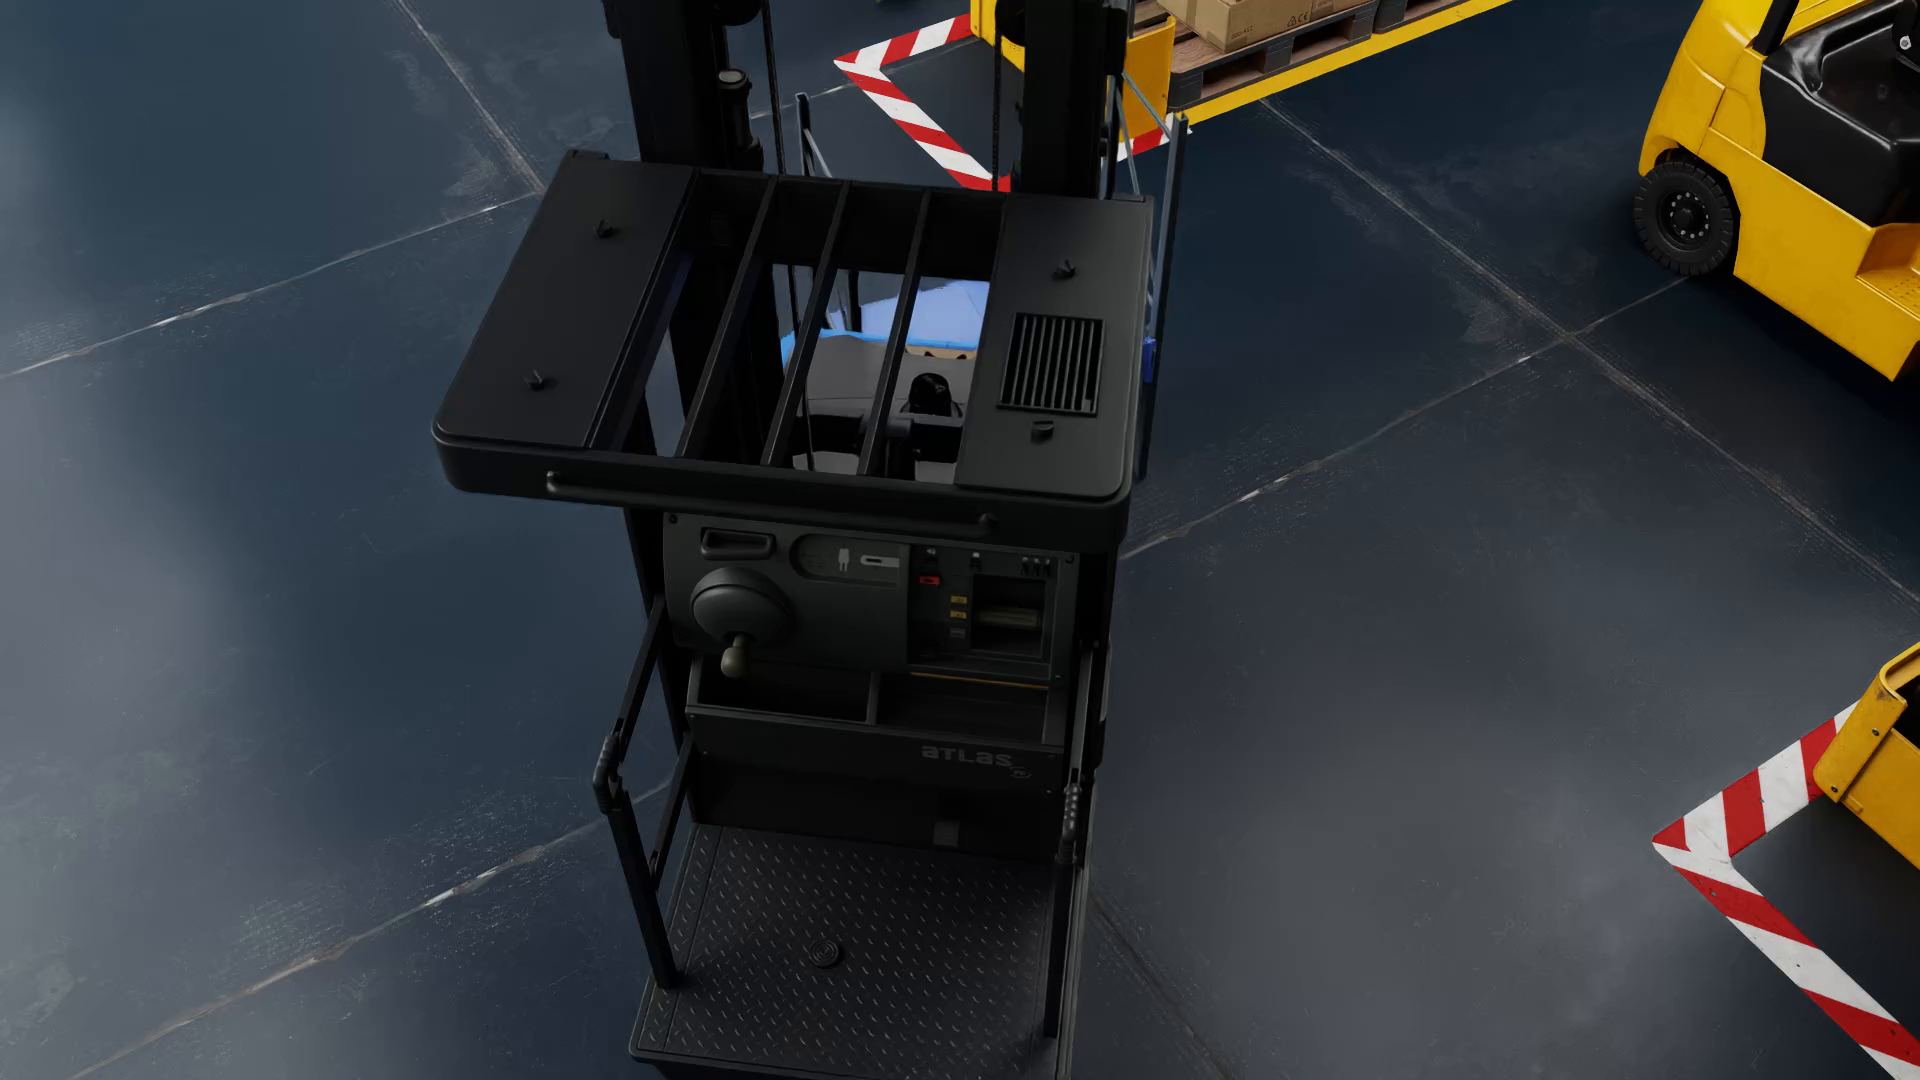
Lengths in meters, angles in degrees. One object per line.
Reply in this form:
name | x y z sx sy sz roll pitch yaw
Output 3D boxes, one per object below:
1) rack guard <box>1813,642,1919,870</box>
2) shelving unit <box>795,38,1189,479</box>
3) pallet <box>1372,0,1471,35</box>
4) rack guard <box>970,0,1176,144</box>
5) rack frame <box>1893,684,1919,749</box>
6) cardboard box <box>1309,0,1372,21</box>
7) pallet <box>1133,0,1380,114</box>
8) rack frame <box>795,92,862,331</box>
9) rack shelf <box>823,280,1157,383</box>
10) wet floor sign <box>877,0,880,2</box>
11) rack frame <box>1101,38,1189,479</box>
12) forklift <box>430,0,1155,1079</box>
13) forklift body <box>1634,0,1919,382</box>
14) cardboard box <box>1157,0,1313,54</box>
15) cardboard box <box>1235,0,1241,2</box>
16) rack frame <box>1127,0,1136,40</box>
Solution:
rack guard | 3.049 0.853 4.656 0.348 0.500 1.175 -25 53 -21
shelving unit | 0.089 -0.772 5.433 1.048 1.500 0.538 -15 50 -13
pallet | 2.219 -3.009 8.289 1.213 0.211 1.003 -25 53 -21
rack guard | 0.482 -2.321 7.482 0.348 0.500 1.175 -25 53 -21
rack frame | 3.070 0.012 3.731 0.127 3.000 1.000 -25 53 -21
cardboard box | 1.683 -2.692 7.699 0.500 0.250 0.500 -23 52 -20
pallet | 1.188 -2.526 7.858 1.213 0.211 1.003 -25 53 -21
rack frame | -0.391 -0.647 5.322 0.032 1.500 0.500 -15 50 -13
rack shelf | 0.089 -0.652 5.567 1.000 0.185 0.538 -15 50 -13
wet floor sign | -0.314 -2.939 7.935 0.232 0.644 0.267 -9 49 -8
rack frame | 0.569 -0.896 5.544 0.032 1.500 0.500 -15 50 -13
forklift | -0.228 0.243 3.570 1.130 2.935 3.031 6 49 5
forklift body | 3.700 -1.614 5.747 1.214 2.155 2.313 -25 53 -21
cardboard box | 1.248 -2.494 7.522 0.500 0.250 0.500 -26 53 -21
cardboard box | 1.267 -2.753 7.251 0.500 0.500 0.500 -27 54 -22
rack frame | 0.418 -3.122 6.522 0.127 3.000 1.000 -25 53 -21
